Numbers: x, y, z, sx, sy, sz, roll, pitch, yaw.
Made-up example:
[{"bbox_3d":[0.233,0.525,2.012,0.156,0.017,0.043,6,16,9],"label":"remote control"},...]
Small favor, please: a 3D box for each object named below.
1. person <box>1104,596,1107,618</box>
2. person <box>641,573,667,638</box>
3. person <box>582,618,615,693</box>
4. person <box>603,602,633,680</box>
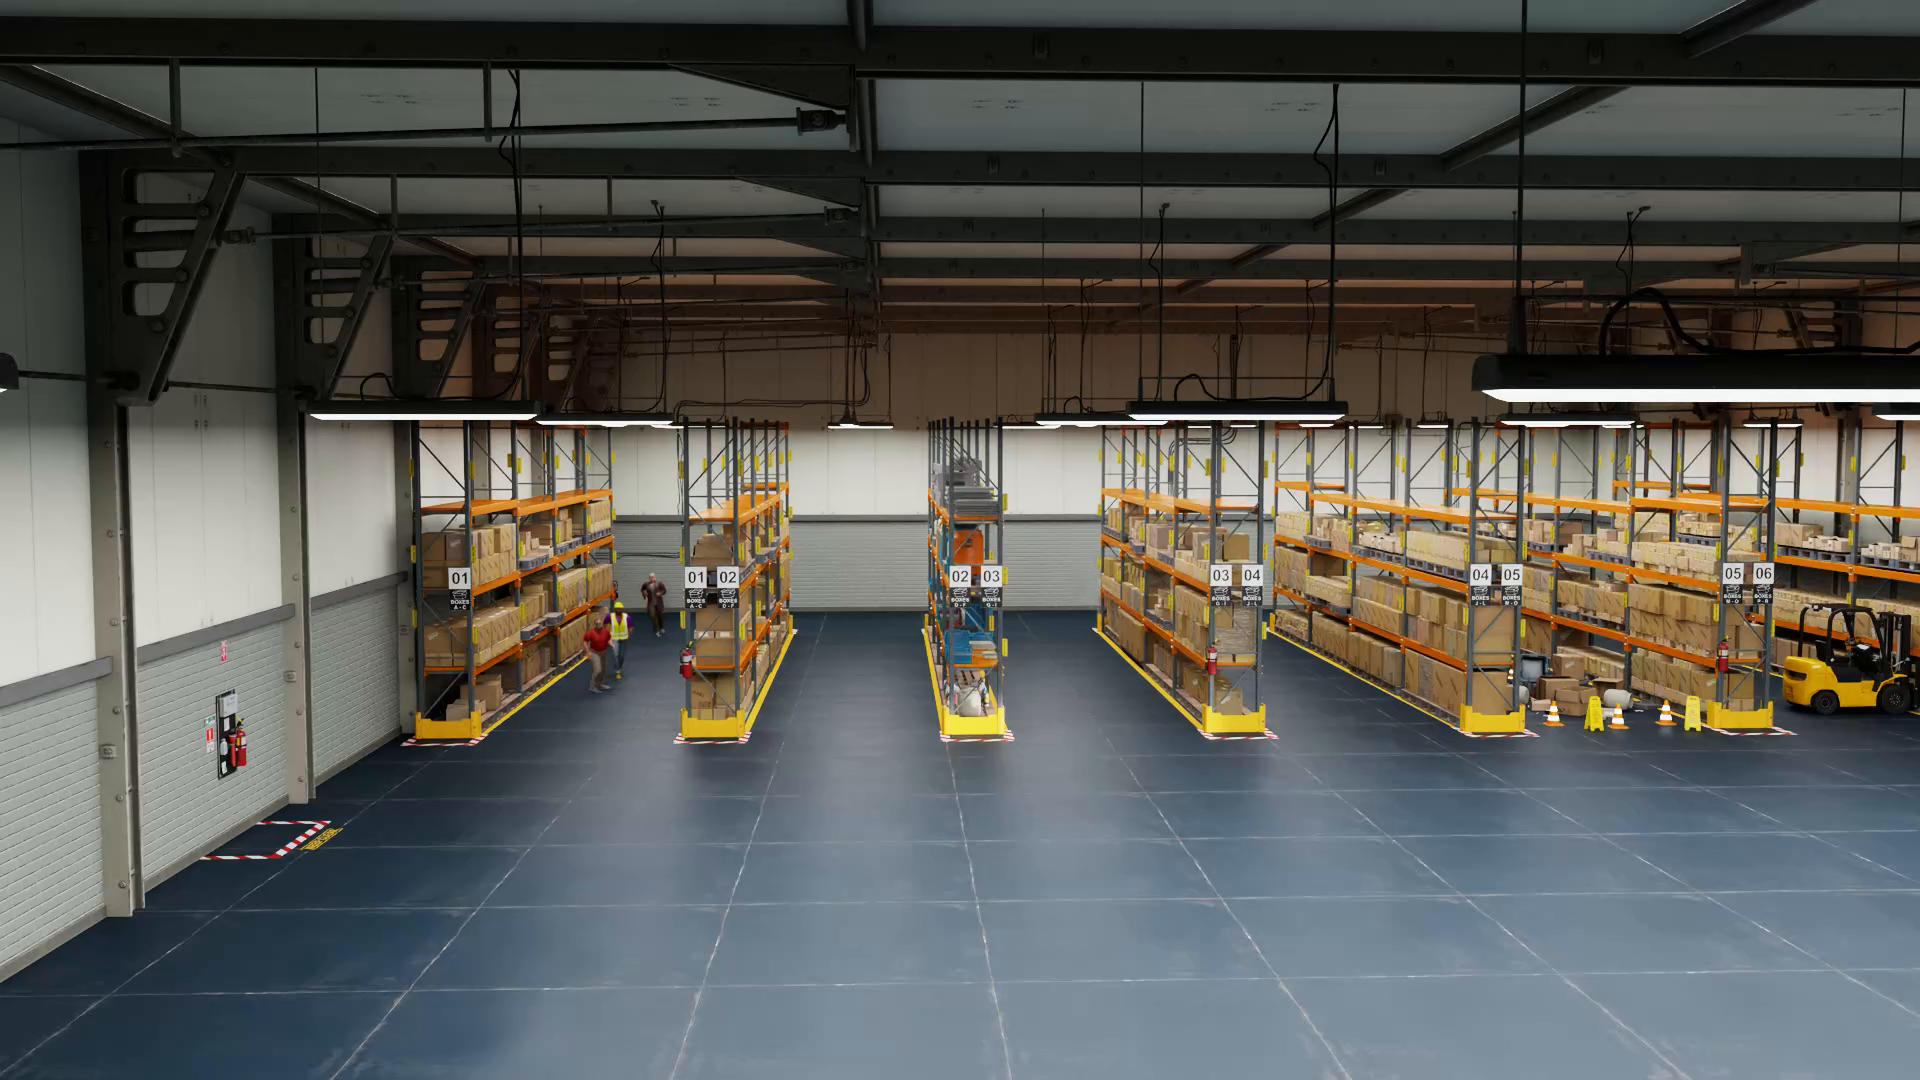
[{"bbox_3d":[4.576,1.699,50.030,0.623,1.609,0.941,-3,5,-37],"label":"person"},{"bbox_3d":[-8.571,1.808,46.592,0.715,1.792,0.929,-1,4,-10],"label":"person"},{"bbox_3d":[-7.909,2.534,36.583,0.822,1.673,0.704,3,5,38],"label":"person"},{"bbox_3d":[-7.936,2.314,38.661,0.661,1.761,0.972,-1,4,-21],"label":"person"}]
